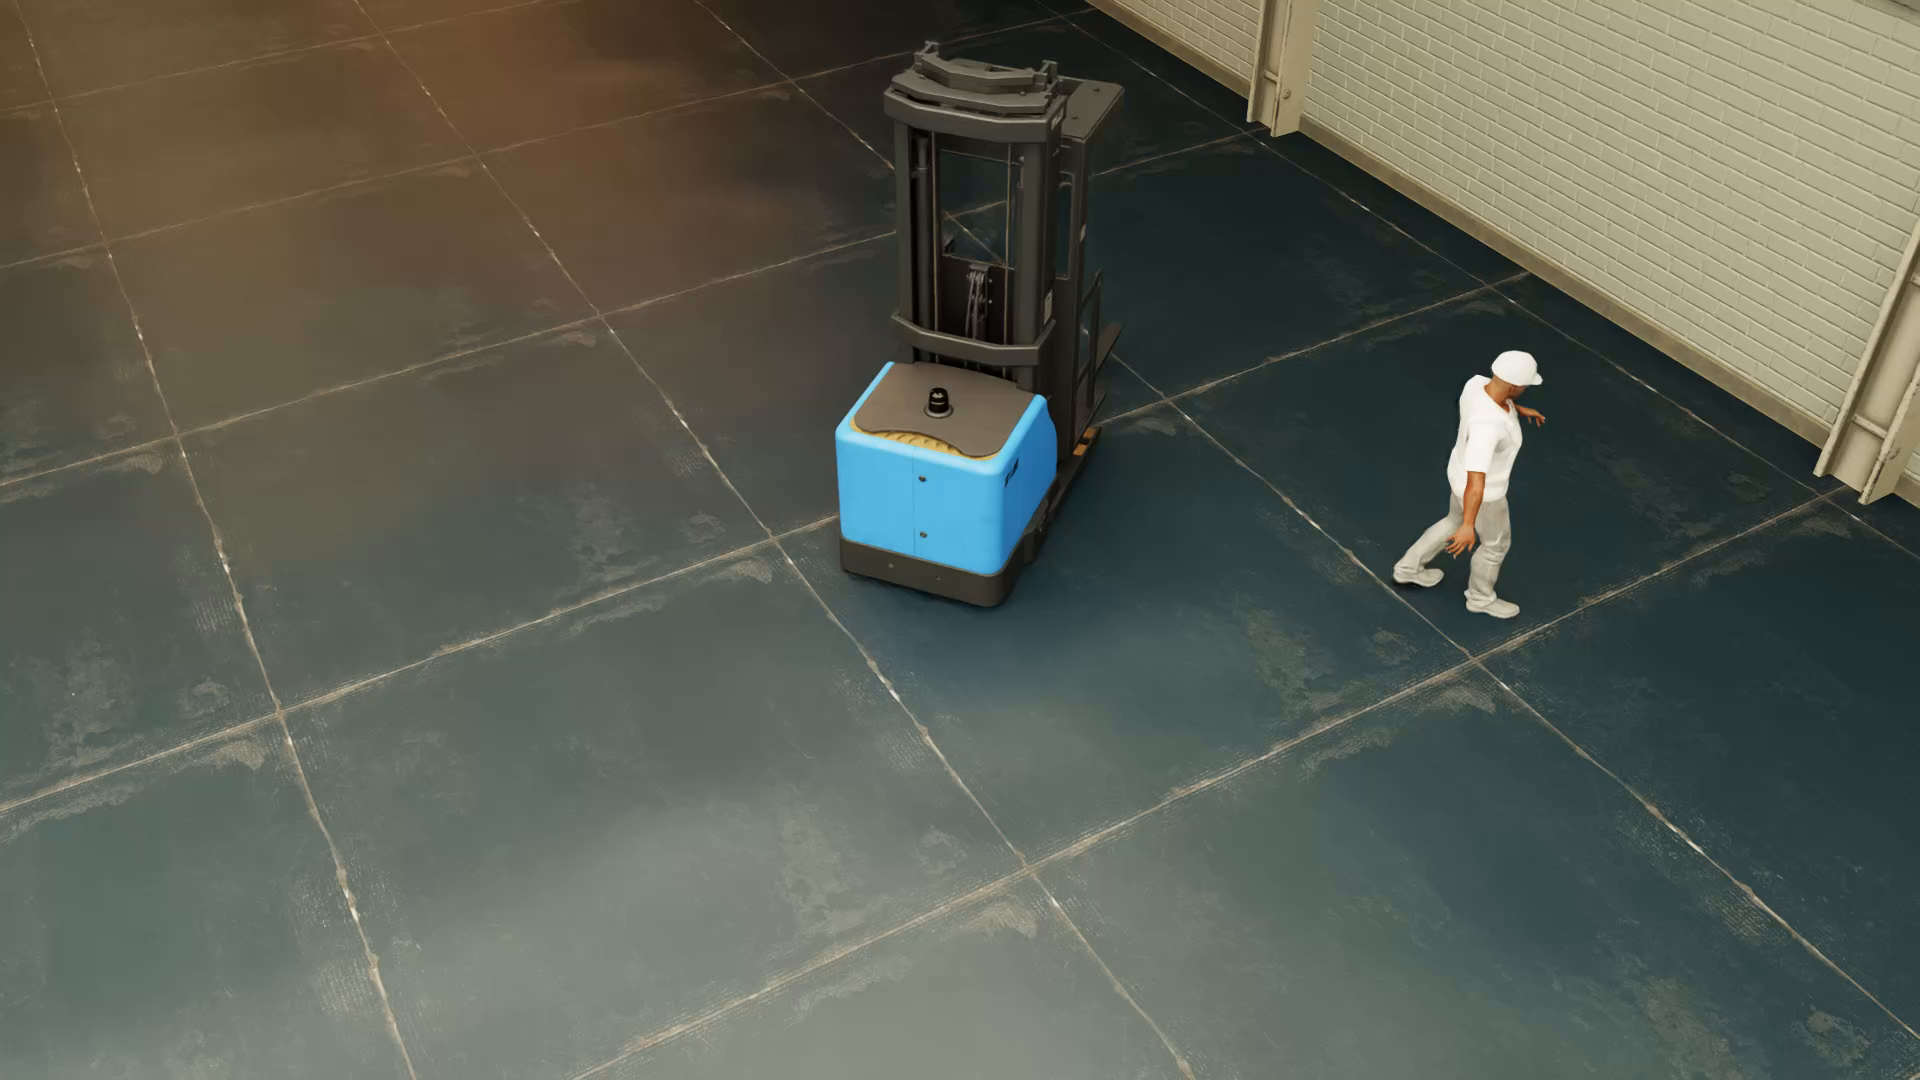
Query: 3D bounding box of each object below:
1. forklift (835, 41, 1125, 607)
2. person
[{"bbox_3d":[0.289,-1.683,10.065,1.130,2.935,3.031,14,42,16],"label":"forklift"},{"bbox_3d":[2.956,-0.309,9.346,0.759,1.745,1.009,3,40,4],"label":"person"}]
